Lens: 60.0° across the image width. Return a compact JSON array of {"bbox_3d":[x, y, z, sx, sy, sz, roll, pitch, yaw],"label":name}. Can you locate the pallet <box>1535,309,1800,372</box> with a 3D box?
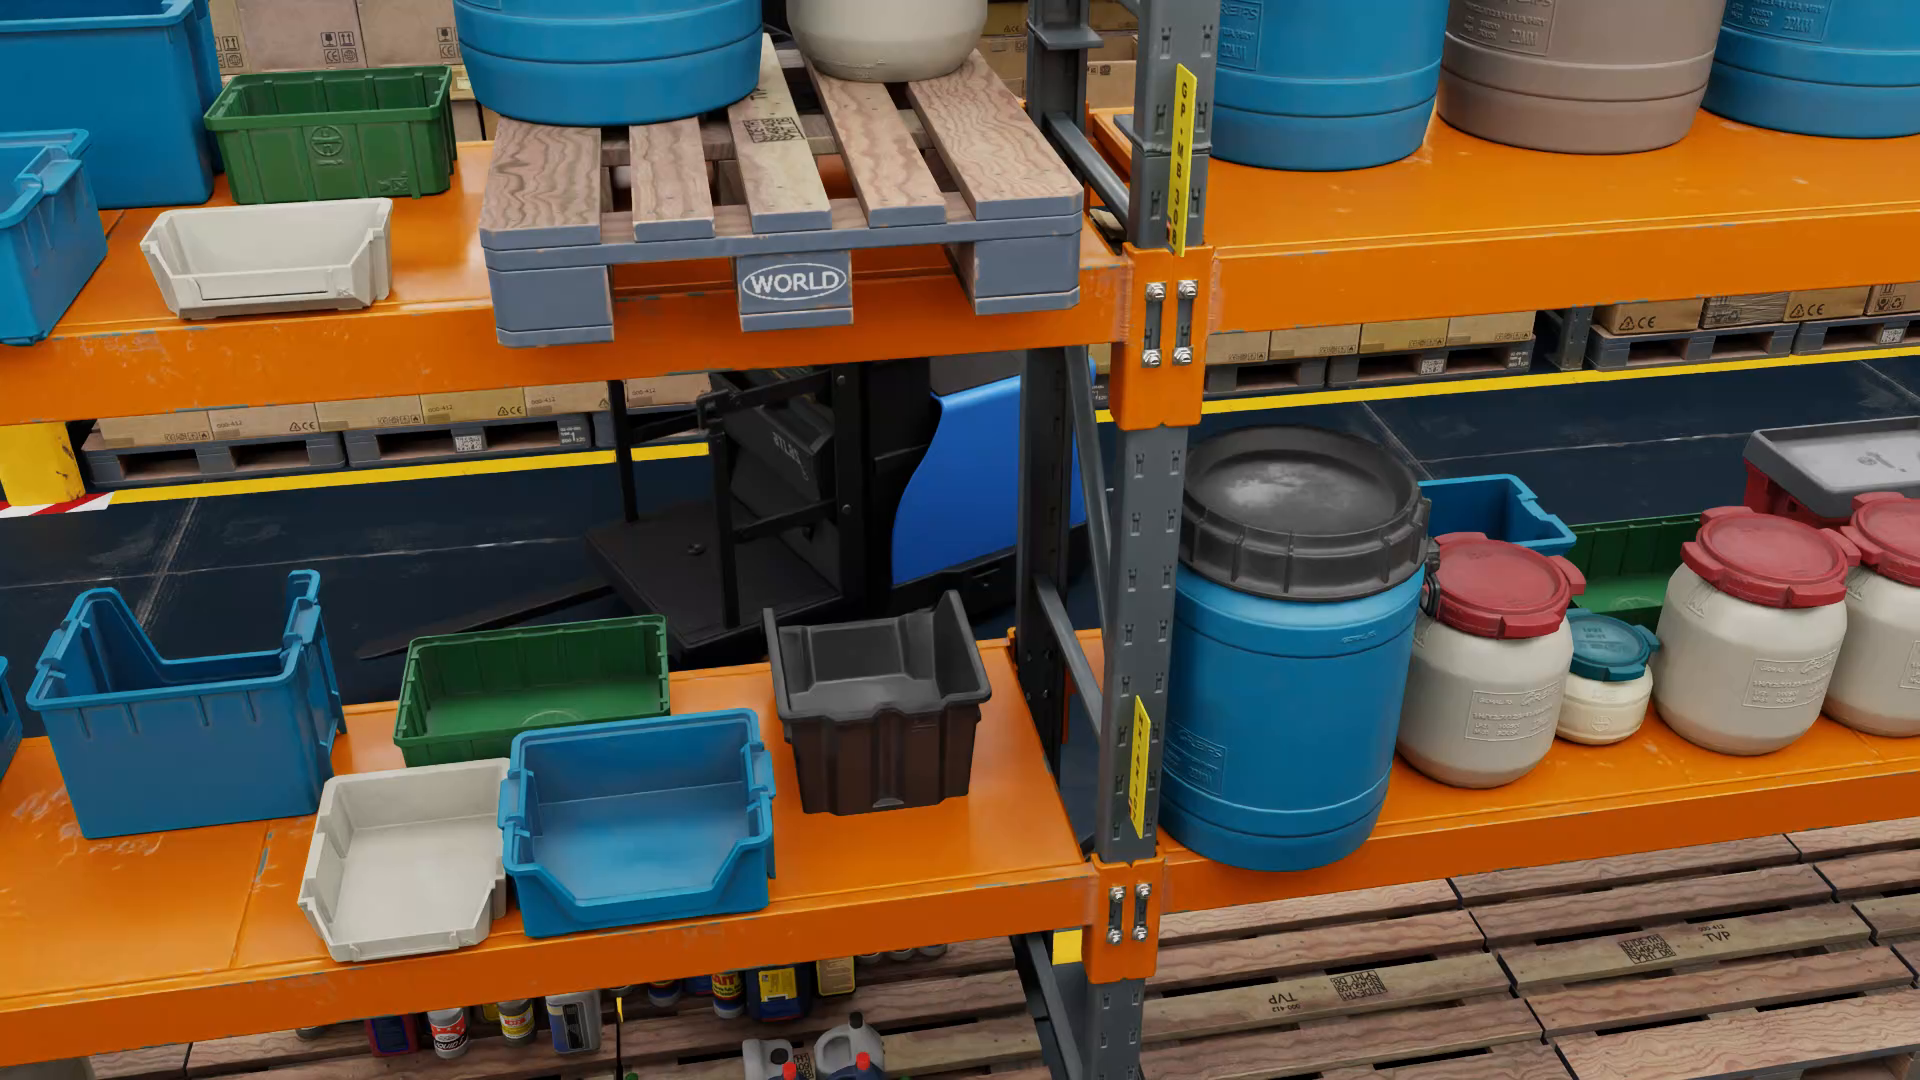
[{"bbox_3d":[4.093,-1.336,9.814,1.213,0.211,1.003,-5,31,-9],"label":"pallet"}]

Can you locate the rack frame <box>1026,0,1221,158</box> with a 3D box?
[{"bbox_3d":[0.306,-2.240,2.681,0.127,3.000,1.000,-5,31,-9],"label":"rack frame"}]

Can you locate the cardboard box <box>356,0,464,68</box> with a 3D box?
[{"bbox_3d":[-2.499,-2.545,7.740,0.500,0.500,0.700,-5,31,-9],"label":"cardboard box"}]

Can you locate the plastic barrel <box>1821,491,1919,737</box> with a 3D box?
[{"bbox_3d":[2.434,0.203,4.311,0.433,0.535,0.433,0,30,0],"label":"plastic barrel"}]

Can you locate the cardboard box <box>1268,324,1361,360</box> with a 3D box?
[{"bbox_3d":[1.877,-1.222,9.167,0.500,0.250,0.500,-5,31,-8],"label":"cardboard box"}]

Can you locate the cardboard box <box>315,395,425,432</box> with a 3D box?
[{"bbox_3d":[-2.966,-0.785,8.424,0.500,0.250,0.500,-5,31,-9],"label":"cardboard box"}]

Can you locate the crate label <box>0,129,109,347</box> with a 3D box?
[{"bbox_3d":[-1.728,-0.524,2.869,0.408,0.251,0.502,-5,31,-9],"label":"crate label"}]

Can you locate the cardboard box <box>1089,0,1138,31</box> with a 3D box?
[{"bbox_3d":[1.185,-4.281,13.364,0.500,0.250,0.500,-5,31,-8],"label":"cardboard box"}]

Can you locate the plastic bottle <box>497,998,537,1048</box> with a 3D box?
[{"bbox_3d":[-1.285,1.359,4.806,0.097,0.201,0.097,0,30,0],"label":"plastic bottle"}]

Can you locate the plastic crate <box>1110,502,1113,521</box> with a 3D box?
[{"bbox_3d":[0.727,0.122,4.520,0.583,0.464,0.402,-5,31,-9],"label":"plastic crate"}]

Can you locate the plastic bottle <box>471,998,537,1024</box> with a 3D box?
[{"bbox_3d":[-1.349,1.238,4.864,0.185,0.351,0.144,-4,31,-7],"label":"plastic bottle"}]

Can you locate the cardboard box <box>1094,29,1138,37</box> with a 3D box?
[{"bbox_3d":[1.230,-3.990,13.608,0.500,0.500,0.700,-5,31,-9],"label":"cardboard box"}]

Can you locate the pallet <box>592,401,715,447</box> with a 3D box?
[{"bbox_3d":[-1.372,-0.870,9.021,1.213,0.211,1.003,-5,31,-9],"label":"pallet"}]

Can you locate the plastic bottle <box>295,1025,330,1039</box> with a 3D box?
[{"bbox_3d":[-1.901,1.342,4.835,0.097,0.201,0.097,0,30,0],"label":"plastic bottle"}]

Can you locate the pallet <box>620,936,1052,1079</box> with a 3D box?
[{"bbox_3d":[-0.362,1.589,4.840,1.213,0.211,1.003,-5,31,-9],"label":"pallet"}]

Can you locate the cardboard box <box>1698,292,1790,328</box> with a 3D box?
[{"bbox_3d":[4.365,-1.551,9.460,0.500,0.500,0.500,-6,31,-11],"label":"cardboard box"}]

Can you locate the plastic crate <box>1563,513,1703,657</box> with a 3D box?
[{"bbox_3d":[1.968,0.138,4.765,0.662,0.188,0.450,-5,31,-9],"label":"plastic crate"}]

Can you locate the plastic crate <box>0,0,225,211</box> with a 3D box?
[{"bbox_3d":[-1.807,-0.899,3.376,0.575,0.384,0.392,-5,31,-9],"label":"plastic crate"}]

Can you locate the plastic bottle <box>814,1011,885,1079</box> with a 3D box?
[{"bbox_3d":[-0.301,1.429,4.540,0.185,0.351,0.144,-5,31,-9],"label":"plastic bottle"}]

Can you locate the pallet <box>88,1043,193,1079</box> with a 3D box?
[{"bbox_3d":[-2.762,1.812,4.461,1.213,0.211,1.003,-5,31,-9],"label":"pallet"}]

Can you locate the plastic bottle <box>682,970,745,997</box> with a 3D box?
[{"bbox_3d":[-0.748,1.183,4.959,0.185,0.351,0.144,-7,31,-11],"label":"plastic bottle"}]

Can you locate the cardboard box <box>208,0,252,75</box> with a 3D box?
[{"bbox_3d":[-3.487,-2.453,7.583,0.500,0.500,0.700,-6,31,-10],"label":"cardboard box"}]

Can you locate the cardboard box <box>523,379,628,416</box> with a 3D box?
[{"bbox_3d":[-1.982,-0.874,8.576,0.500,0.250,0.500,-5,31,-9],"label":"cardboard box"}]

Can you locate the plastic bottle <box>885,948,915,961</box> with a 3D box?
[{"bbox_3d":[-0.186,1.183,5.106,0.097,0.201,0.097,0,30,0],"label":"plastic bottle"}]

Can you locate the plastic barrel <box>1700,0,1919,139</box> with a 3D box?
[{"bbox_3d":[2.054,-1.437,3.780,0.708,0.901,0.600,-5,31,-9],"label":"plastic barrel"}]

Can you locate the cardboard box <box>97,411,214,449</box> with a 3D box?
[{"bbox_3d":[-3.949,-0.692,8.266,0.500,0.250,0.500,-5,31,-9],"label":"cardboard box"}]

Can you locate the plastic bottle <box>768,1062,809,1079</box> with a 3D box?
[{"bbox_3d":[-0.464,1.519,4.388,0.185,0.351,0.144,-7,31,-11],"label":"plastic bottle"}]

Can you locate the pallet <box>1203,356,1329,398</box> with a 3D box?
[{"bbox_3d":[1.338,-1.122,9.449,1.213,0.211,1.003,-5,31,-9],"label":"pallet"}]

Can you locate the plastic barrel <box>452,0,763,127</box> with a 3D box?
[{"bbox_3d":[-0.692,-1.306,3.144,0.708,0.901,0.600,-5,31,-9],"label":"plastic barrel"}]

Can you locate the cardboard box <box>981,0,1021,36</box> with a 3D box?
[{"bbox_3d":[0.186,-4.195,13.218,0.500,0.250,0.500,-6,31,-10],"label":"cardboard box"}]

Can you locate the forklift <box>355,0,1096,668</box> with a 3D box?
[{"bbox_3d":[-0.932,-0.901,6.390,3.031,2.935,1.130,-18,35,-28],"label":"forklift"}]

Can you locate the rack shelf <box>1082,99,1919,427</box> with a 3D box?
[{"bbox_3d":[2.273,-0.819,3.934,4.000,0.370,1.077,-5,31,-9],"label":"rack shelf"}]

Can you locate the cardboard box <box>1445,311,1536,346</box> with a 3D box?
[{"bbox_3d":[2.879,-1.315,9.325,0.500,0.250,0.500,-5,31,-8],"label":"cardboard box"}]

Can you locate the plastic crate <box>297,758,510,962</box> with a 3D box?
[{"bbox_3d":[-1.246,0.734,3.802,0.437,0.136,0.530,-5,31,-9],"label":"plastic crate"}]

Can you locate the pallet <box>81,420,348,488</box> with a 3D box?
[{"bbox_3d":[-3.772,-0.647,8.642,1.213,0.211,1.003,-5,31,-9],"label":"pallet"}]

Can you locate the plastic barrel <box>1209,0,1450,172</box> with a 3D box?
[{"bbox_3d":[0.767,-1.317,3.577,0.708,0.901,0.600,-5,31,-9],"label":"plastic barrel"}]

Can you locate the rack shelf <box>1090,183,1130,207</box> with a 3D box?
[{"bbox_3d":[1.385,-1.996,8.895,4.000,0.370,1.077,-5,31,-9],"label":"rack shelf"}]

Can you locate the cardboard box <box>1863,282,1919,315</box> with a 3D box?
[{"bbox_3d":[5.372,-1.644,9.619,0.500,0.500,0.500,-6,31,-11],"label":"cardboard box"}]

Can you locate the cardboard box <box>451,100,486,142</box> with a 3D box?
[{"bbox_3d":[-2.533,-1.981,8.060,0.500,0.500,0.700,-4,31,-7],"label":"cardboard box"}]

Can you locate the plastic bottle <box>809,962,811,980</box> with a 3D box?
[{"bbox_3d":[-0.399,1.184,5.029,0.135,0.276,0.152,-4,31,-7],"label":"plastic bottle"}]

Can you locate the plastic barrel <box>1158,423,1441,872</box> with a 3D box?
[{"bbox_3d":[0.741,0.246,3.878,0.708,0.901,0.600,-5,31,-9],"label":"plastic barrel"}]

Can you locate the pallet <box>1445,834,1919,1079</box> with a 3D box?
[{"bbox_3d":[2.274,1.344,5.256,1.213,0.211,1.003,-5,31,-9],"label":"pallet"}]

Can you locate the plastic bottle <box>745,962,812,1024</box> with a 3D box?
[{"bbox_3d":[-0.537,1.237,4.866,0.185,0.351,0.144,-5,31,-9],"label":"plastic bottle"}]

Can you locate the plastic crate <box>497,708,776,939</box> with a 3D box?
[{"bbox_3d":[-0.734,0.647,3.837,0.616,0.251,0.499,-5,31,-9],"label":"plastic crate"}]

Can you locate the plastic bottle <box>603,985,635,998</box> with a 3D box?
[{"bbox_3d":[-1.031,1.261,4.973,0.097,0.201,0.097,0,30,0],"label":"plastic bottle"}]

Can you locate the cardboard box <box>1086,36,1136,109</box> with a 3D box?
[{"bbox_3d":[0.694,-2.277,8.564,0.500,0.500,0.500,-3,31,-5],"label":"cardboard box"}]

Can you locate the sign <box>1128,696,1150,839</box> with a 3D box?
[{"bbox_3d":[0.394,0.502,3.663,0.005,0.325,0.100,-5,31,-9],"label":"sign"}]

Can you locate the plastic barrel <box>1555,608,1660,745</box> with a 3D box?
[{"bbox_3d":[1.636,0.362,4.312,0.301,0.262,0.301,0,30,0],"label":"plastic barrel"}]

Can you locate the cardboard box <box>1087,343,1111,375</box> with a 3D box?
[{"bbox_3d":[0.871,-1.127,9.006,0.500,0.250,0.500,-6,31,-10],"label":"cardboard box"}]

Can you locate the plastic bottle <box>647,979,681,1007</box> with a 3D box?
[{"bbox_3d":[-0.886,1.249,4.924,0.097,0.271,0.097,0,30,0],"label":"plastic bottle"}]

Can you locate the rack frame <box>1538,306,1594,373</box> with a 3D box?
[{"bbox_3d":[3.352,-2.489,9.023,0.127,3.000,1.000,-5,31,-9],"label":"rack frame"}]

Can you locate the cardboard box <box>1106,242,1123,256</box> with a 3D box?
[{"bbox_3d":[0.871,-1.366,8.858,0.500,0.311,0.500,-6,31,-11],"label":"cardboard box"}]

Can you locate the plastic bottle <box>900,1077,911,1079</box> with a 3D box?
[{"bbox_3d":[-0.108,1.536,4.424,0.133,0.283,0.061,-4,31,-6],"label":"plastic bottle"}]

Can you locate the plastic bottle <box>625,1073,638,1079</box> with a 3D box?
[{"bbox_3d":[-0.826,1.528,4.437,0.133,0.283,0.061,-5,31,-9],"label":"plastic bottle"}]

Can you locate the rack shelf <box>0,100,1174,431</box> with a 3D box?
[{"bbox_3d":[-1.661,-0.454,3.313,4.000,0.370,1.077,-5,31,-9],"label":"rack shelf"}]

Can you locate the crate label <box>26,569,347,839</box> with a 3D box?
[{"bbox_3d":[-1.867,0.393,4.087,0.616,0.435,0.502,-5,31,-9],"label":"crate label"}]

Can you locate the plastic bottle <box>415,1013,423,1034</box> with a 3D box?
[{"bbox_3d":[-1.648,1.300,4.832,0.135,0.276,0.152,-5,31,-9],"label":"plastic bottle"}]
